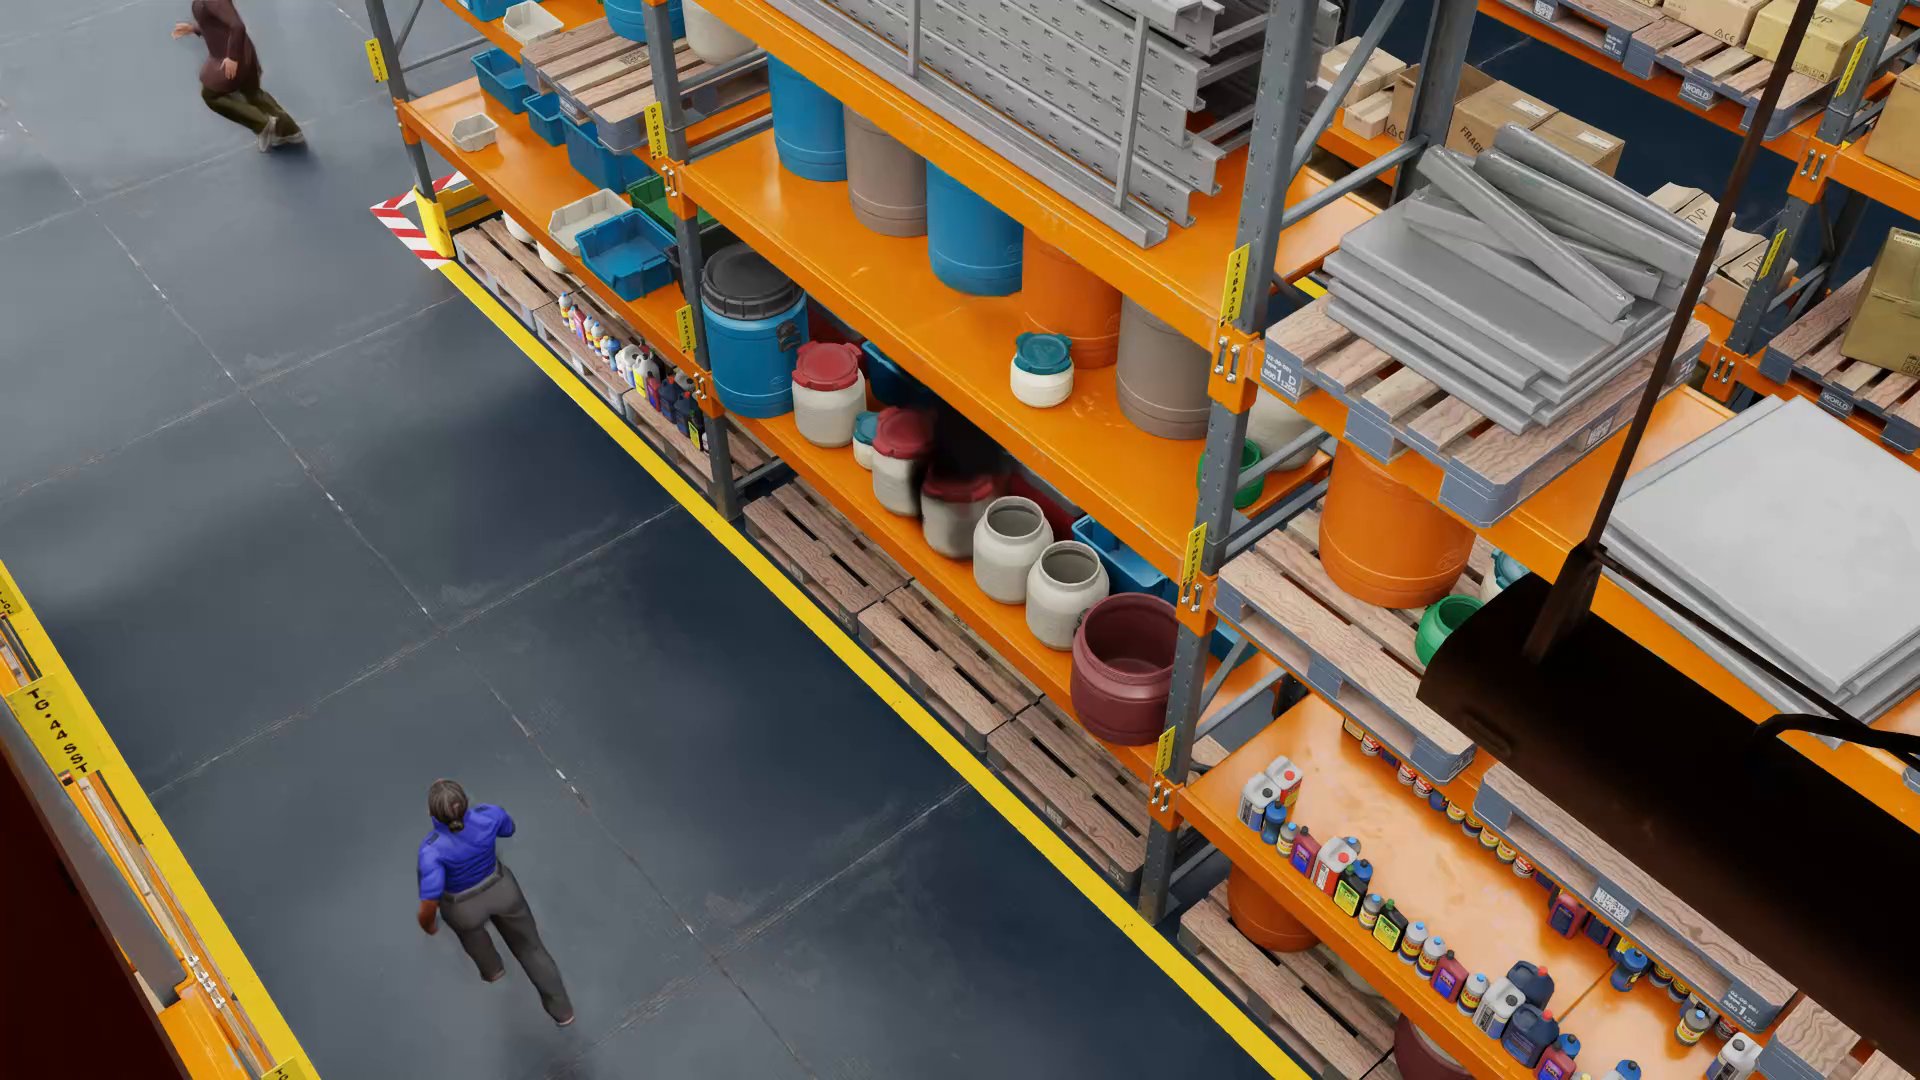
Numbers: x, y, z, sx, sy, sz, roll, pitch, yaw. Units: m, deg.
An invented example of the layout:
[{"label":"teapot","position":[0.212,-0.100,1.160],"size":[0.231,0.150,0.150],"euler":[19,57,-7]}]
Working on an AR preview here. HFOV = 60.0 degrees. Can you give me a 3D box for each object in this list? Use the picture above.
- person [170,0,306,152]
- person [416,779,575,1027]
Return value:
[{"label":"person","position":[-5.957,-3.937,13.505],"size":[0.784,1.737,0.681],"euler":[-6,47,-6]},{"label":"person","position":[-2.262,1.729,7.843],"size":[0.582,1.754,0.837],"euler":[-28,53,-24]}]
